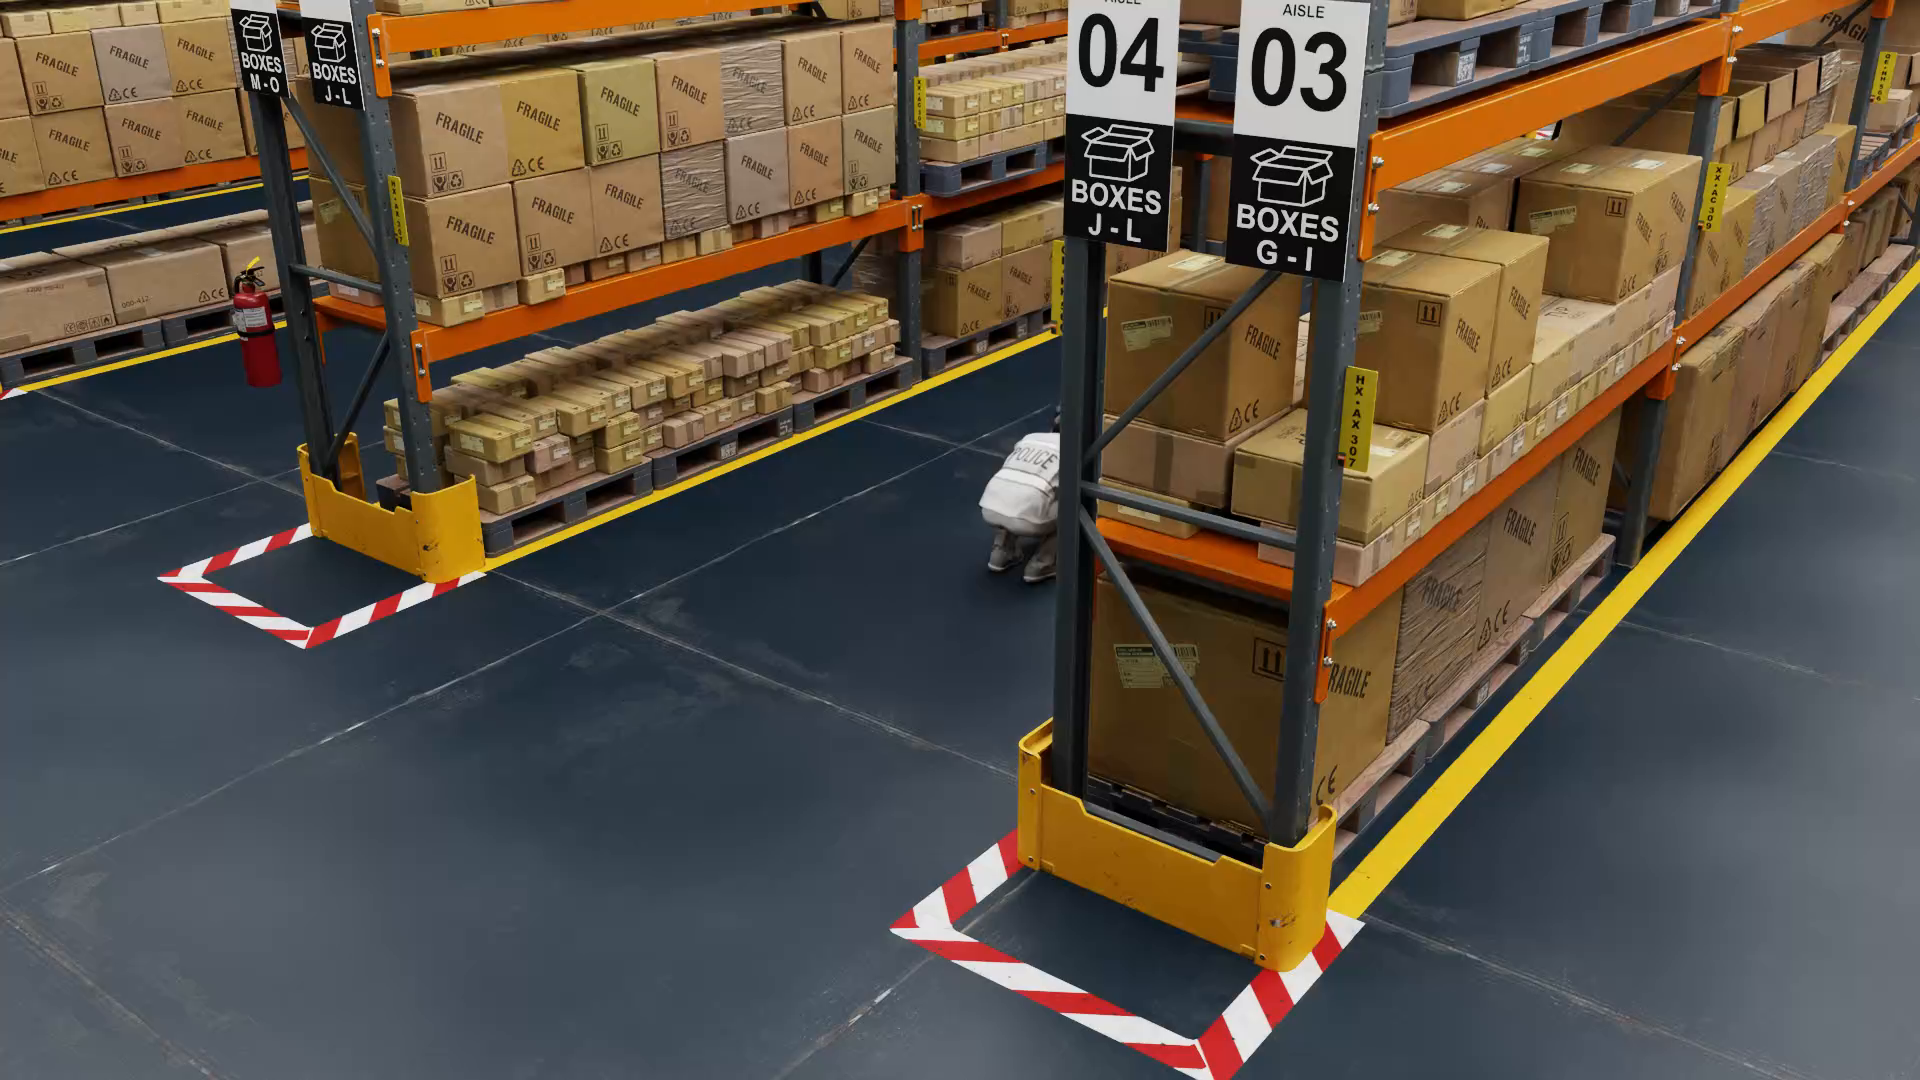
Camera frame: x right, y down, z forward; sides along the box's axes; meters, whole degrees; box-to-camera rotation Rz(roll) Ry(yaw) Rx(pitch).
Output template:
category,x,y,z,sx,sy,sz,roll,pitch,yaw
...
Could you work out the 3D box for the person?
category,x,y,z,sx,sy,sz,roll,pitch,yaw
person,0.440,-0.218,8.793,0.474,0.853,0.886,16,29,33
